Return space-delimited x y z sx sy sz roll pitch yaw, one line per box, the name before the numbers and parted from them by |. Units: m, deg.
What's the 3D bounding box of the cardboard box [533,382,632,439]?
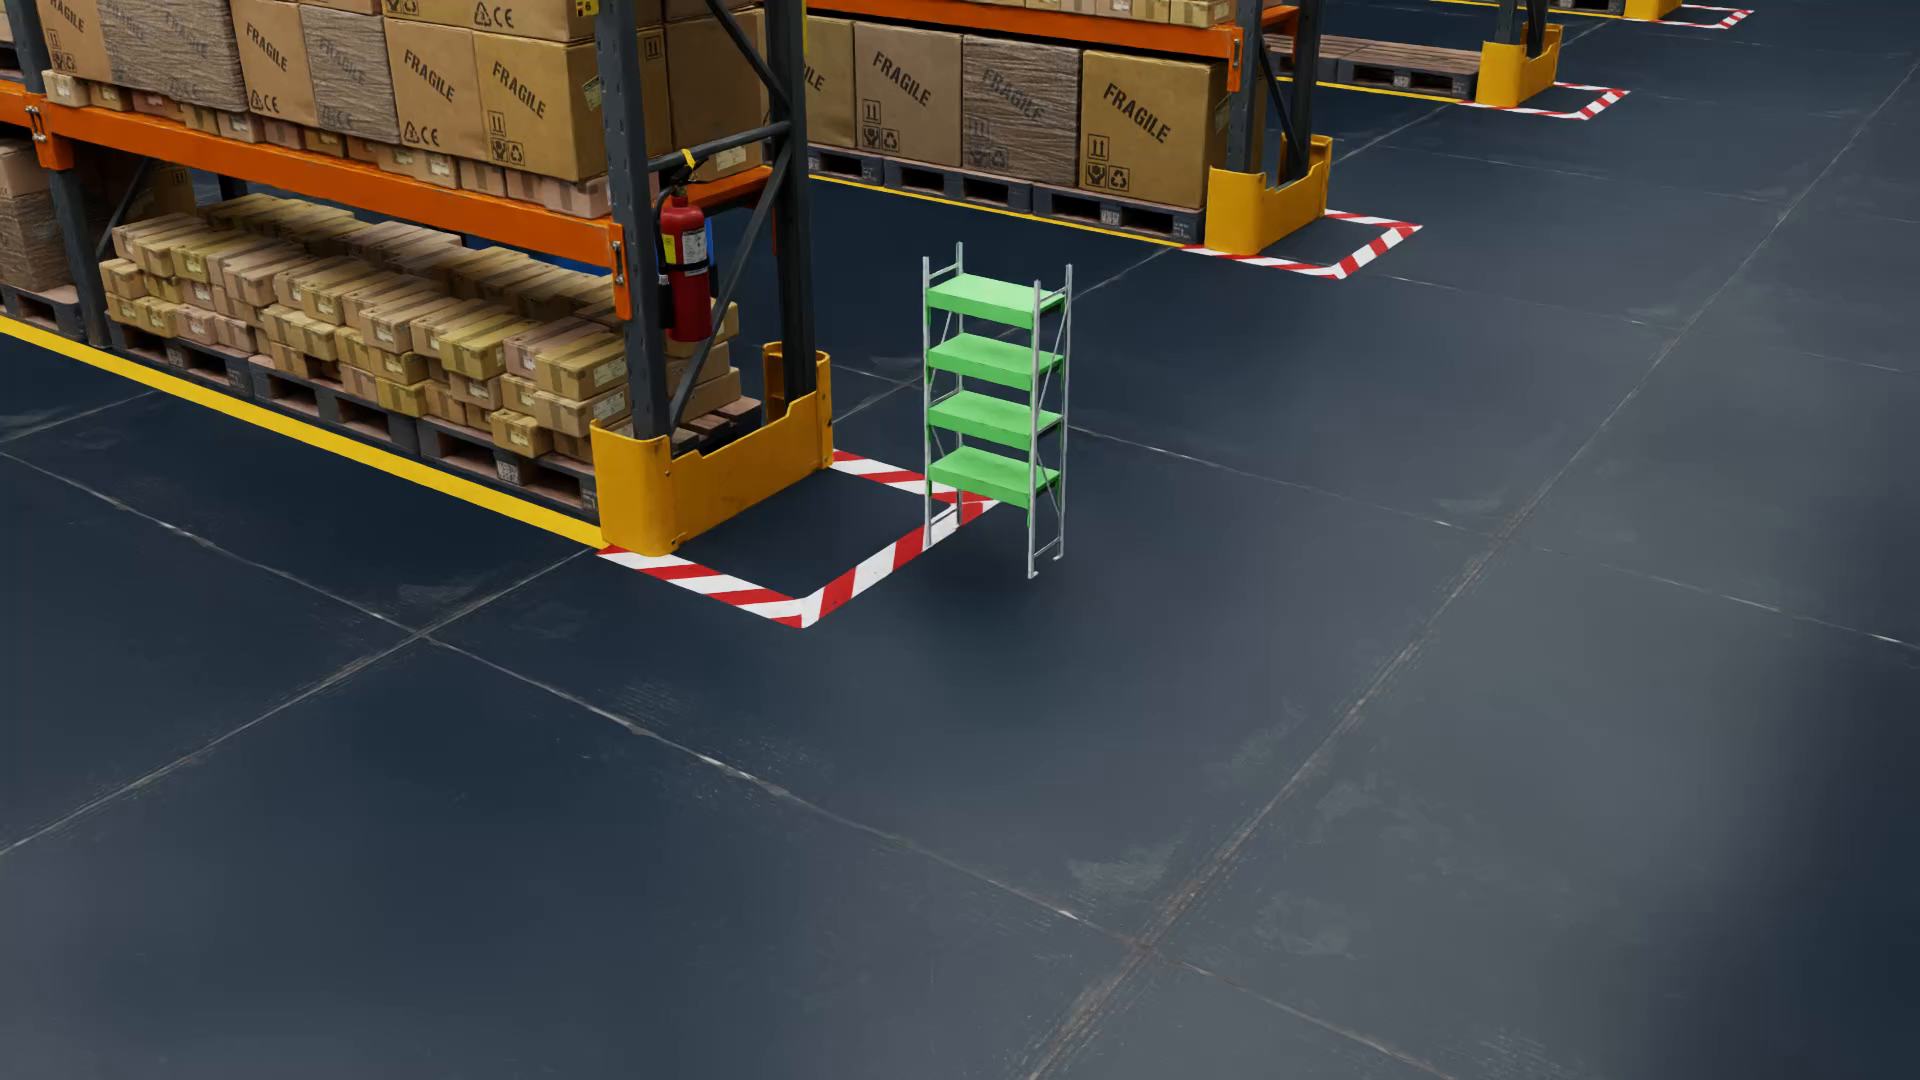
cardboard box | -1.546 -0.578 6.930 0.250 0.149 0.380 16 31 29

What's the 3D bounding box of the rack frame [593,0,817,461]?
rack frame | -0.949 -1.500 6.389 0.127 3.000 1.000 17 32 30

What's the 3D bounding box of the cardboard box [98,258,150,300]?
cardboard box | -4.129 -1.363 8.474 0.250 0.149 0.380 19 33 33

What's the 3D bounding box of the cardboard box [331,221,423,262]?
cardboard box | -2.918 -1.472 8.359 0.250 0.149 0.380 16 31 28

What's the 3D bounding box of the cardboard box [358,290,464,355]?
cardboard box | -2.420 -0.966 7.365 0.250 0.149 0.380 19 32 32

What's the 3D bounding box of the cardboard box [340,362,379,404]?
cardboard box | -2.610 -0.780 7.655 0.250 0.149 0.380 18 32 31

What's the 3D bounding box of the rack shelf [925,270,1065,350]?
rack shelf | 0.137 -0.863 6.205 0.480 0.148 0.258 17 32 30

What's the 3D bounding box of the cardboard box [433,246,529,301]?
cardboard box | -2.285 -1.273 7.969 0.250 0.149 0.380 18 32 31

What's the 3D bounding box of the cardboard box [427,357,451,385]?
cardboard box | -2.139 -0.818 7.402 0.250 0.149 0.380 17 31 30

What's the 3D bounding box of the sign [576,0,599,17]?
sign | -1.280 -1.954 5.657 0.005 0.325 0.100 17 32 30

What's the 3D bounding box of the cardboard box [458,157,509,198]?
cardboard box | -1.777 -1.502 6.672 0.250 0.149 0.380 17 32 30

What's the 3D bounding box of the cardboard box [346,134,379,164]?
cardboard box | -2.390 -1.729 7.118 0.250 0.149 0.380 16 31 28

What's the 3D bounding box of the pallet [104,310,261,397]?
pallet | -3.673 -1.125 8.727 1.213 0.211 1.003 17 32 30

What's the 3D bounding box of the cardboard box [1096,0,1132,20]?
cardboard box | 1.040 -3.316 10.235 0.250 0.149 0.380 17 32 30

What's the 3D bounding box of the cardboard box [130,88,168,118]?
cardboard box | -3.694 -2.132 7.910 0.250 0.149 0.380 16 31 28

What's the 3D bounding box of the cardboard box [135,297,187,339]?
cardboard box | -3.909 -1.161 8.405 0.250 0.149 0.380 18 32 32

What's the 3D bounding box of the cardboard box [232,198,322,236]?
cardboard box | -3.573 -1.664 8.736 0.250 0.149 0.380 18 32 31

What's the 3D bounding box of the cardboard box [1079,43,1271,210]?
cardboard box | 1.369 -2.703 10.633 0.875 0.875 0.875 17 32 30

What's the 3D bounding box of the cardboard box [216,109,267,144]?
cardboard box | -3.085 -1.900 7.452 0.250 0.149 0.380 19 33 32

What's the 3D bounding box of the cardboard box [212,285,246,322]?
cardboard box | -3.427 -1.212 8.177 0.250 0.149 0.380 16 31 28

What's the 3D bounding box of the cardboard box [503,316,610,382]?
cardboard box | -1.704 -0.808 7.056 0.250 0.149 0.380 18 32 31

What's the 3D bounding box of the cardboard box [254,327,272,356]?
cardboard box | -3.196 -1.014 8.116 0.250 0.149 0.380 16 31 28

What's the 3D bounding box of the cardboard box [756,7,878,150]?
cardboard box | -0.856 -3.396 11.995 0.875 0.875 0.875 17 32 30

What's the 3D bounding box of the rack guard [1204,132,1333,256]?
rack guard | 1.962 -2.208 10.537 0.348 0.500 1.175 17 32 30

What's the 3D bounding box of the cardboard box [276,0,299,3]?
cardboard box | -2.757 -2.542 6.897 0.500 0.500 0.500 16 31 29

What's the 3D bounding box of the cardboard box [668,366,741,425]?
cardboard box | -1.200 -0.670 7.440 0.250 0.149 0.380 18 32 31

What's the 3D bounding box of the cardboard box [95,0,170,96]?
cardboard box | -3.569 -2.358 7.638 0.500 0.500 0.500 17 32 30

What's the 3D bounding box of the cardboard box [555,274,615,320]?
cardboard box | -1.619 -1.081 7.592 0.250 0.149 0.380 17 32 30

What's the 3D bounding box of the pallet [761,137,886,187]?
pallet | -0.773 -2.888 12.192 1.213 0.211 1.003 17 32 30

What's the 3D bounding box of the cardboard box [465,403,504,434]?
cardboard box | -1.940 -0.602 7.305 0.250 0.149 0.380 17 32 30

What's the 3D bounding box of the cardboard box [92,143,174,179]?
cardboard box | -4.706 -2.223 9.276 0.500 0.250 0.500 16 31 28

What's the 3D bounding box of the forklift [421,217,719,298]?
forklift | -2.585 -2.942 9.300 1.130 2.935 3.031 -18 32 -31

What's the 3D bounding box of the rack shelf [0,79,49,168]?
rack shelf | -5.895 -2.720 9.580 4.000 0.370 1.077 17 32 30

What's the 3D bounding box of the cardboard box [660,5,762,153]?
cardboard box | -1.163 -1.895 6.729 0.500 0.500 0.500 19 33 33

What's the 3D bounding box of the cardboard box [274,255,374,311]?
cardboard box | -2.987 -1.210 7.844 0.250 0.149 0.380 16 31 28

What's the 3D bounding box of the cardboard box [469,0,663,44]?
cardboard box | -1.467 -2.147 6.121 0.500 0.500 0.500 17 31 29

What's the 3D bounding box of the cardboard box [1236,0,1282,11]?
cardboard box | 1.836 -3.430 10.461 0.250 0.149 0.380 18 32 31

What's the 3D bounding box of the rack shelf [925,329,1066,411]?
rack shelf | 0.137 -0.649 6.314 0.480 0.148 0.258 17 32 30

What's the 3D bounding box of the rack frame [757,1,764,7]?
rack frame | -1.355 -4.355 12.000 0.127 3.000 1.000 17 32 30

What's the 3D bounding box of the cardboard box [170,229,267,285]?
cardboard box | -3.650 -1.403 8.224 0.250 0.149 0.380 17 31 30

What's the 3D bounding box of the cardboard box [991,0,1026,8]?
cardboard box | 0.405 -3.512 10.622 0.250 0.149 0.380 17 32 30

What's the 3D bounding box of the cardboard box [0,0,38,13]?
cardboard box | -4.686 -2.763 8.358 0.250 0.149 0.380 18 32 32

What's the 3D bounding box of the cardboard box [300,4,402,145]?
cardboard box | -2.311 -1.957 6.849 0.500 0.500 0.500 17 32 30

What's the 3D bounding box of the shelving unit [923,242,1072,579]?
shelving unit | 0.137 -0.492 6.394 0.503 1.200 0.258 17 32 30

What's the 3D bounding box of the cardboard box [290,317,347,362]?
cardboard box | -2.853 -0.972 7.704 0.250 0.149 0.380 18 32 31

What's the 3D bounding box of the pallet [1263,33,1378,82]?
pallet | 3.087 -4.477 15.314 1.213 0.211 1.003 17 32 30

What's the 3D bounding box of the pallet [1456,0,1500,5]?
pallet | 5.832 -6.325 18.946 1.213 0.211 1.003 17 32 30

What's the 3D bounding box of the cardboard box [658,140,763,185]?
cardboard box | -1.031 -1.593 6.851 0.250 0.149 0.380 17 32 30
